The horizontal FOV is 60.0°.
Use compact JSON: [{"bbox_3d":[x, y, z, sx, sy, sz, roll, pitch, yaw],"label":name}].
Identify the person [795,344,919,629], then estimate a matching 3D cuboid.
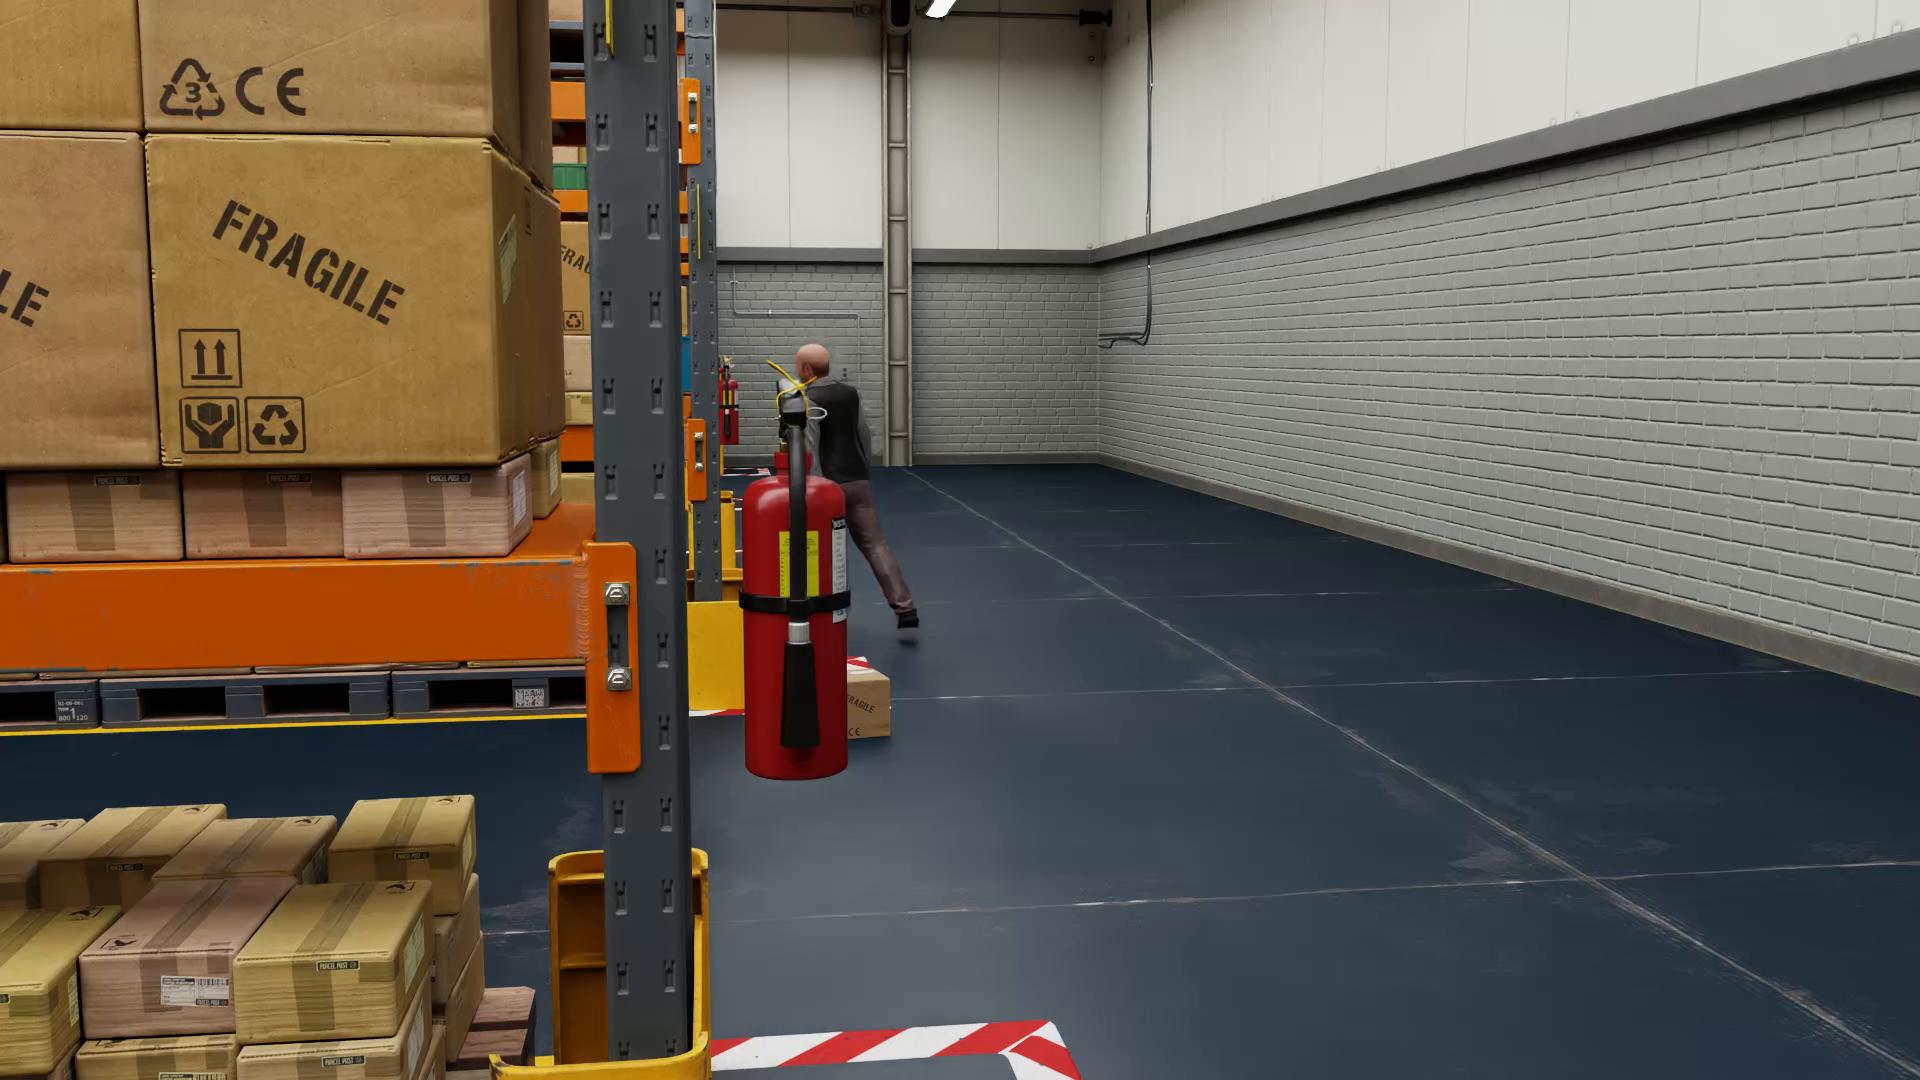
[{"bbox_3d":[-0.684,-0.283,9.516,0.626,1.671,0.964,-5,8,-40],"label":"person"}]
